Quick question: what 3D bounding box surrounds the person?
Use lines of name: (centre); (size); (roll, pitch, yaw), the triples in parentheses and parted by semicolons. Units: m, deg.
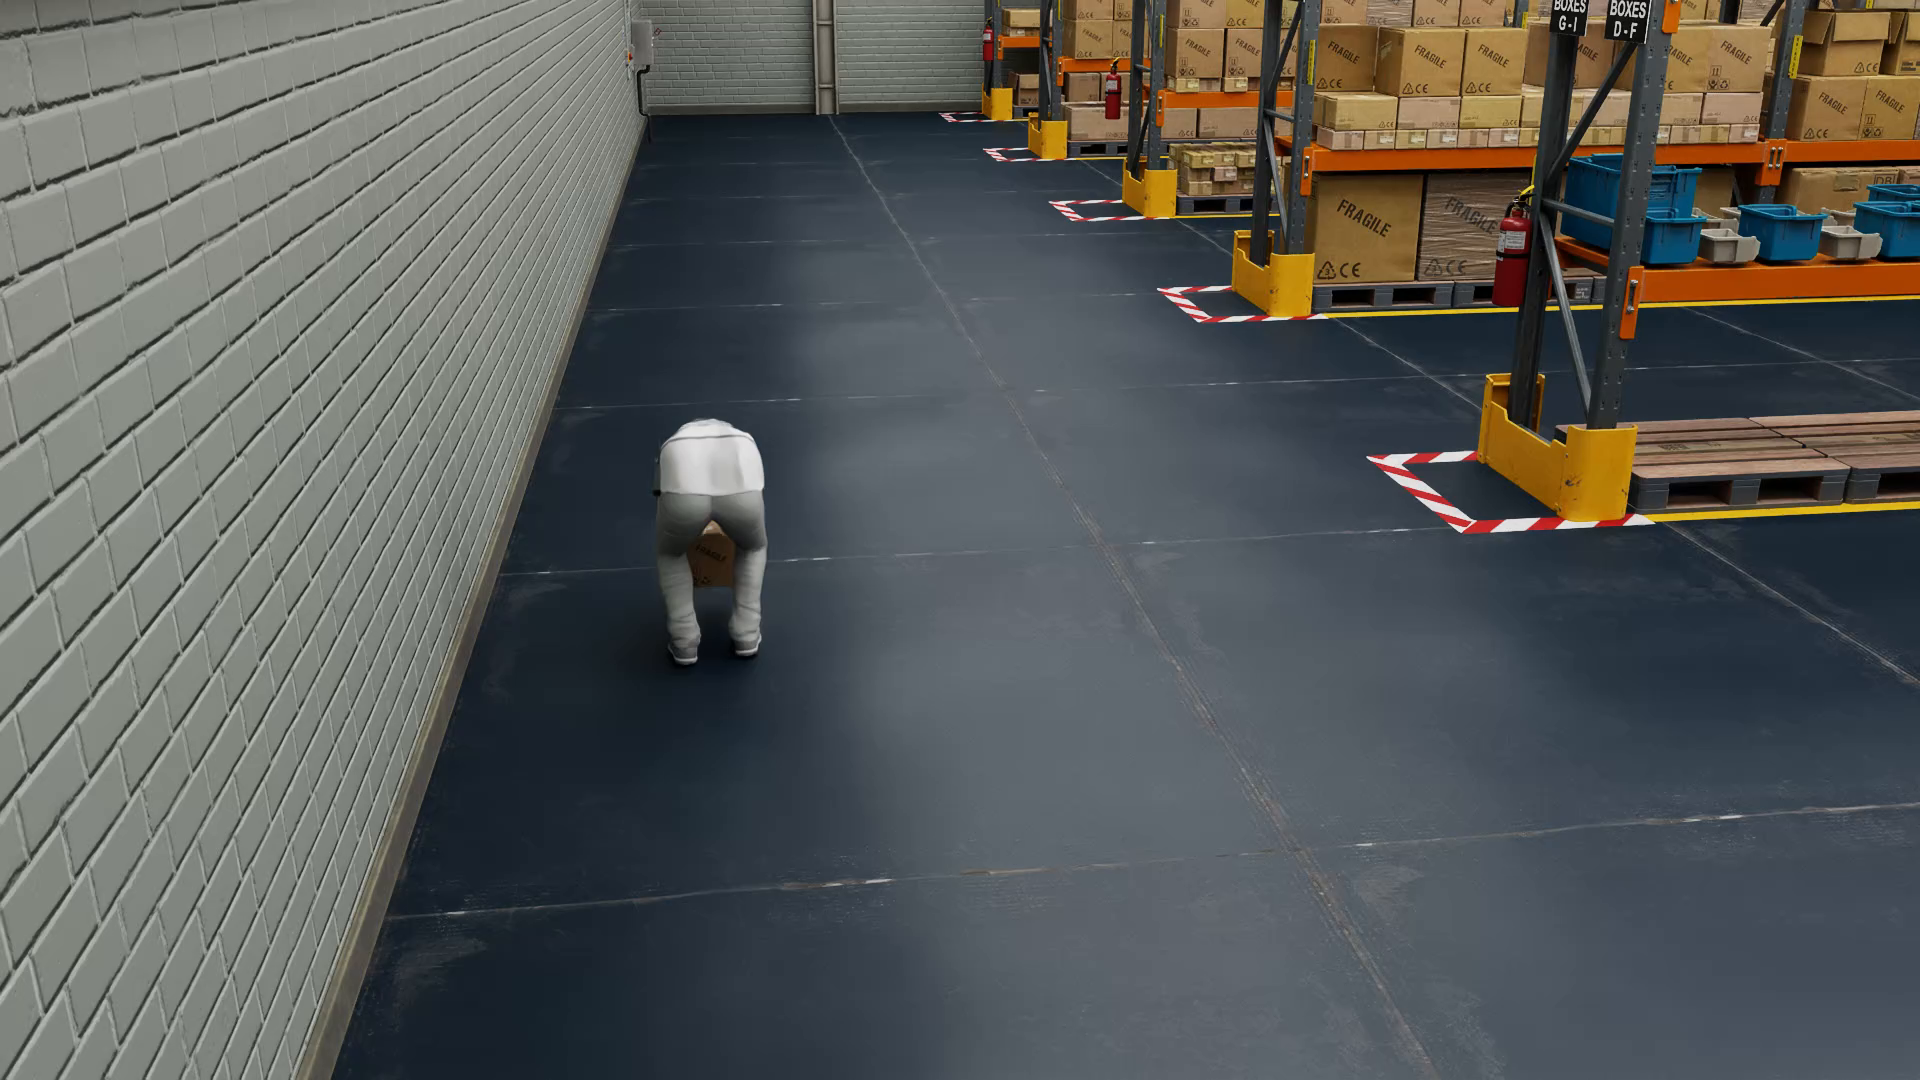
person: (-1.079, -0.048, 7.152); (0.489, 1.014, 0.950); (-4, 20, -10)
